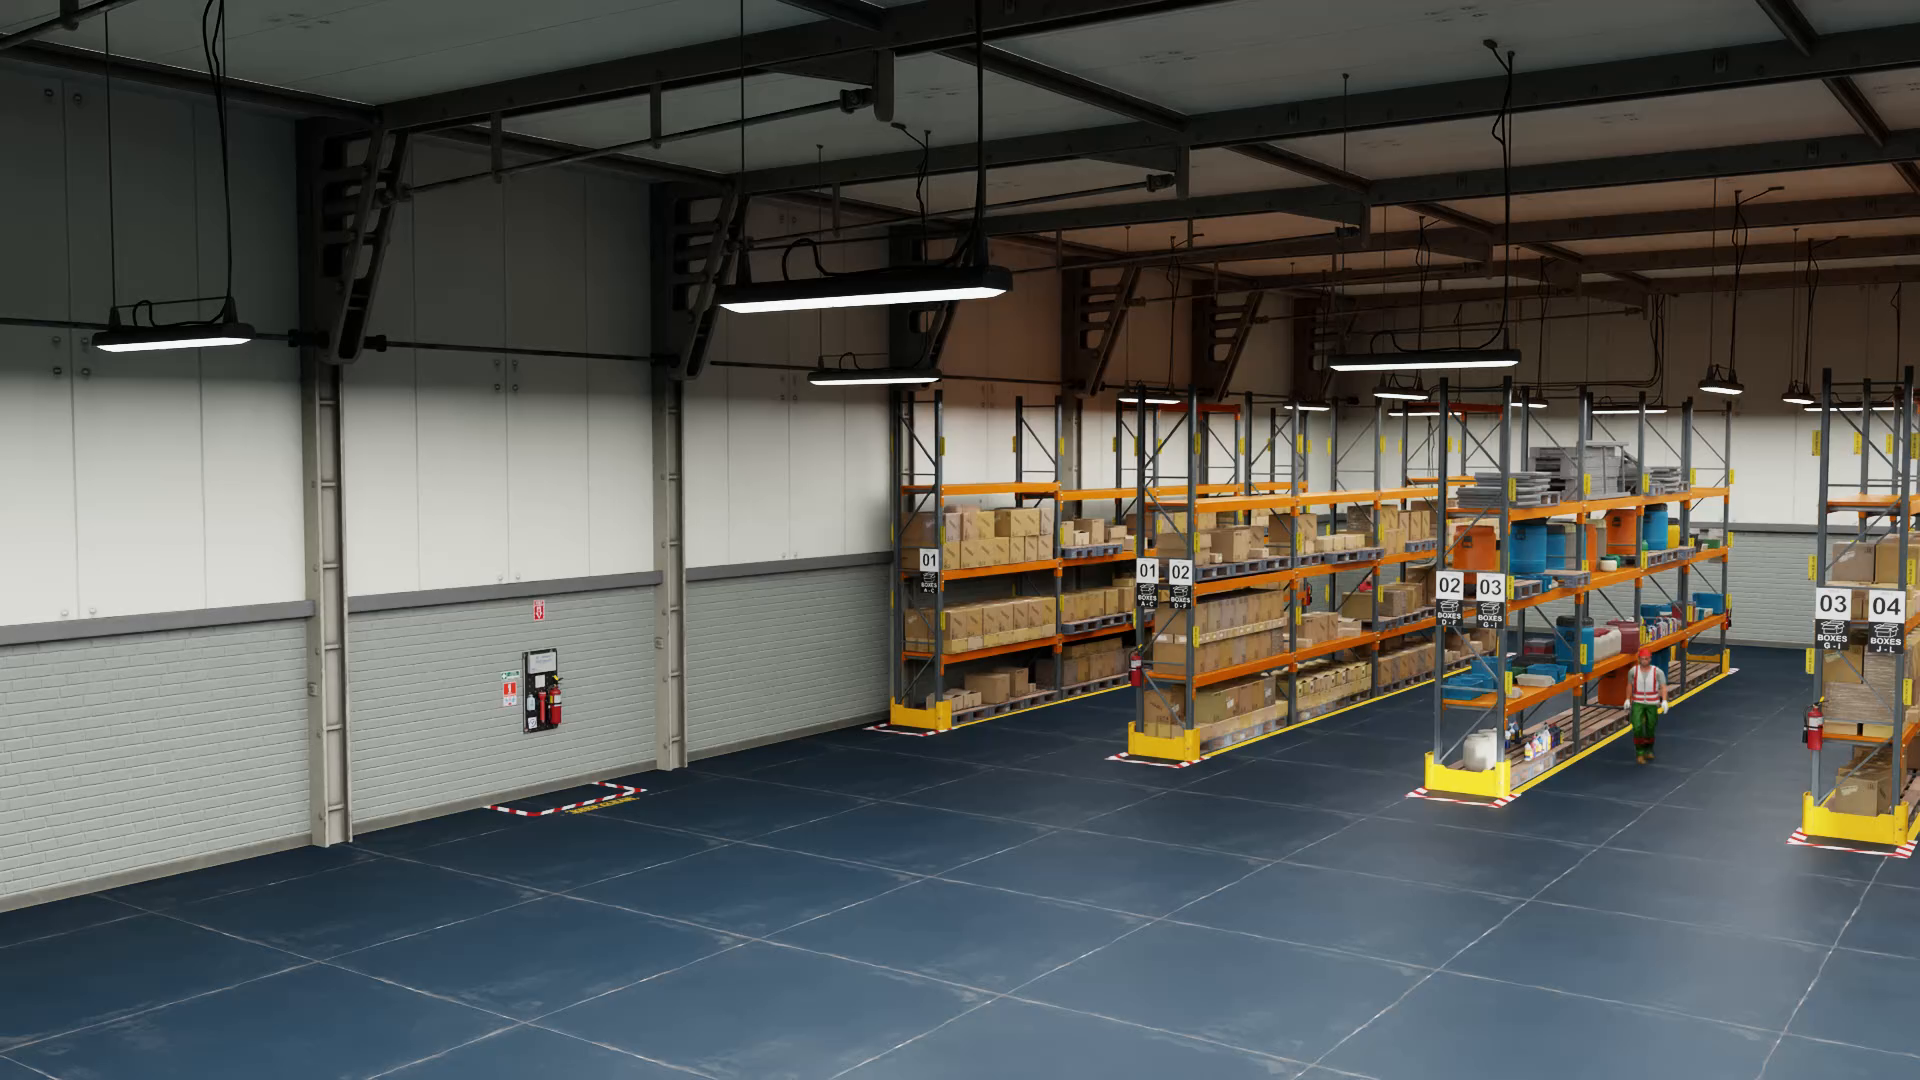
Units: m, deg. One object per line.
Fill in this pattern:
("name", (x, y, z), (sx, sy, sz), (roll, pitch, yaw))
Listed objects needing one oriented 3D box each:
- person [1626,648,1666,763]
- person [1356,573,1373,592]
("person", (10.913, 2.634, 26.469), (0.640, 1.826, 0.556), (2, 4, 32))
("person", (10.455, 1.713, 42.942), (0.612, 1.722, 0.555), (-2, 4, -32))
